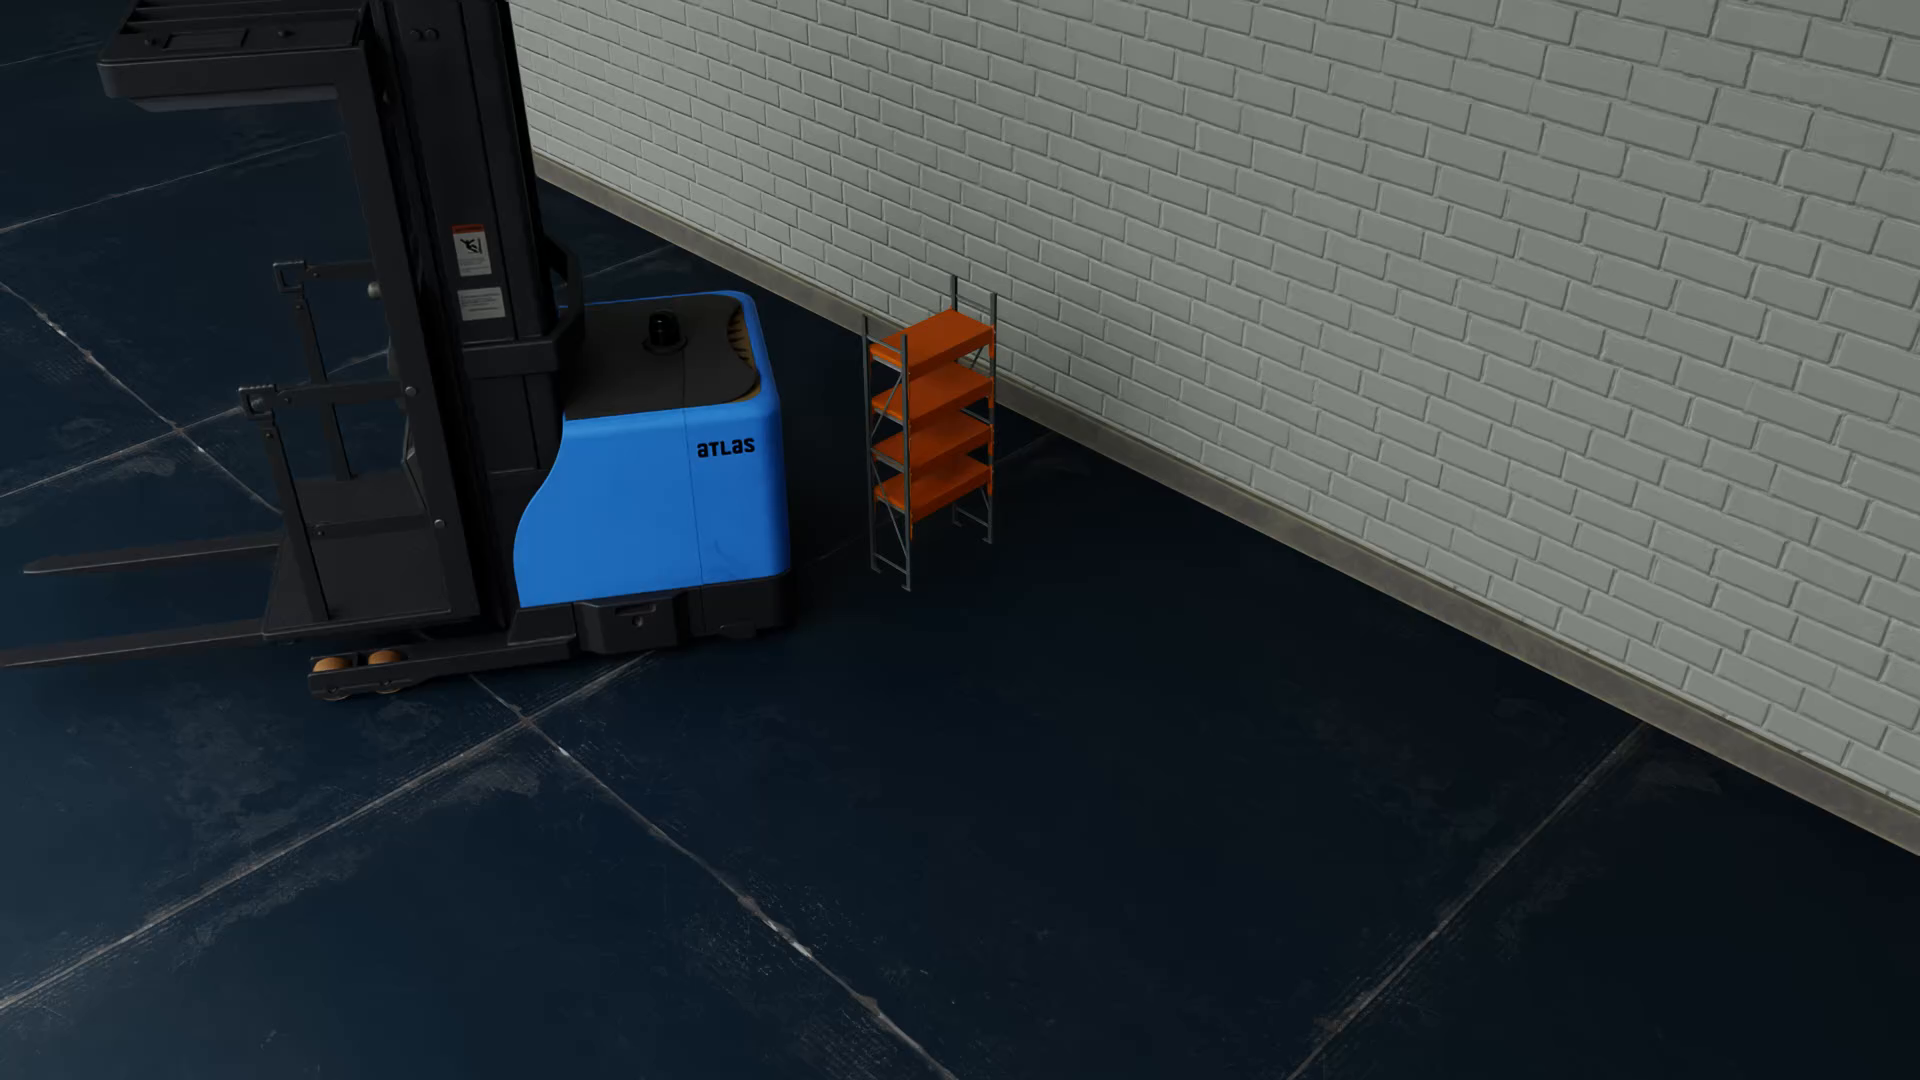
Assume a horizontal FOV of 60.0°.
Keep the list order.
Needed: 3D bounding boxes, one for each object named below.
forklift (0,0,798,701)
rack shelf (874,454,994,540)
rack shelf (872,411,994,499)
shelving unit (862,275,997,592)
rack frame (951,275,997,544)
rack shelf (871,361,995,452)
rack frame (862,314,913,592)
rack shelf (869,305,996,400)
[{"bbox_3d":[-2.224,-0.919,6.006,3.031,2.935,1.130,-7,36,-10],"label":"forklift"},{"bbox_3d":[-0.117,-0.207,6.963,0.258,0.148,0.480,30,45,35],"label":"rack shelf"},{"bbox_3d":[-0.117,-0.370,6.849,0.258,0.148,0.480,30,45,35],"label":"rack shelf"},{"bbox_3d":[-0.117,-0.425,6.810,0.258,1.200,0.503,30,45,35],"label":"shelving unit"},{"bbox_3d":[0.055,-0.524,6.952,0.240,1.200,0.015,30,45,35],"label":"rack frame"},{"bbox_3d":[-0.117,-0.553,6.721,0.258,0.148,0.480,30,45,35],"label":"rack shelf"},{"bbox_3d":[-0.289,-0.326,6.668,0.240,1.200,0.015,30,45,35],"label":"rack frame"},{"bbox_3d":[-0.117,-0.747,6.586,0.258,0.148,0.480,30,45,35],"label":"rack shelf"}]
